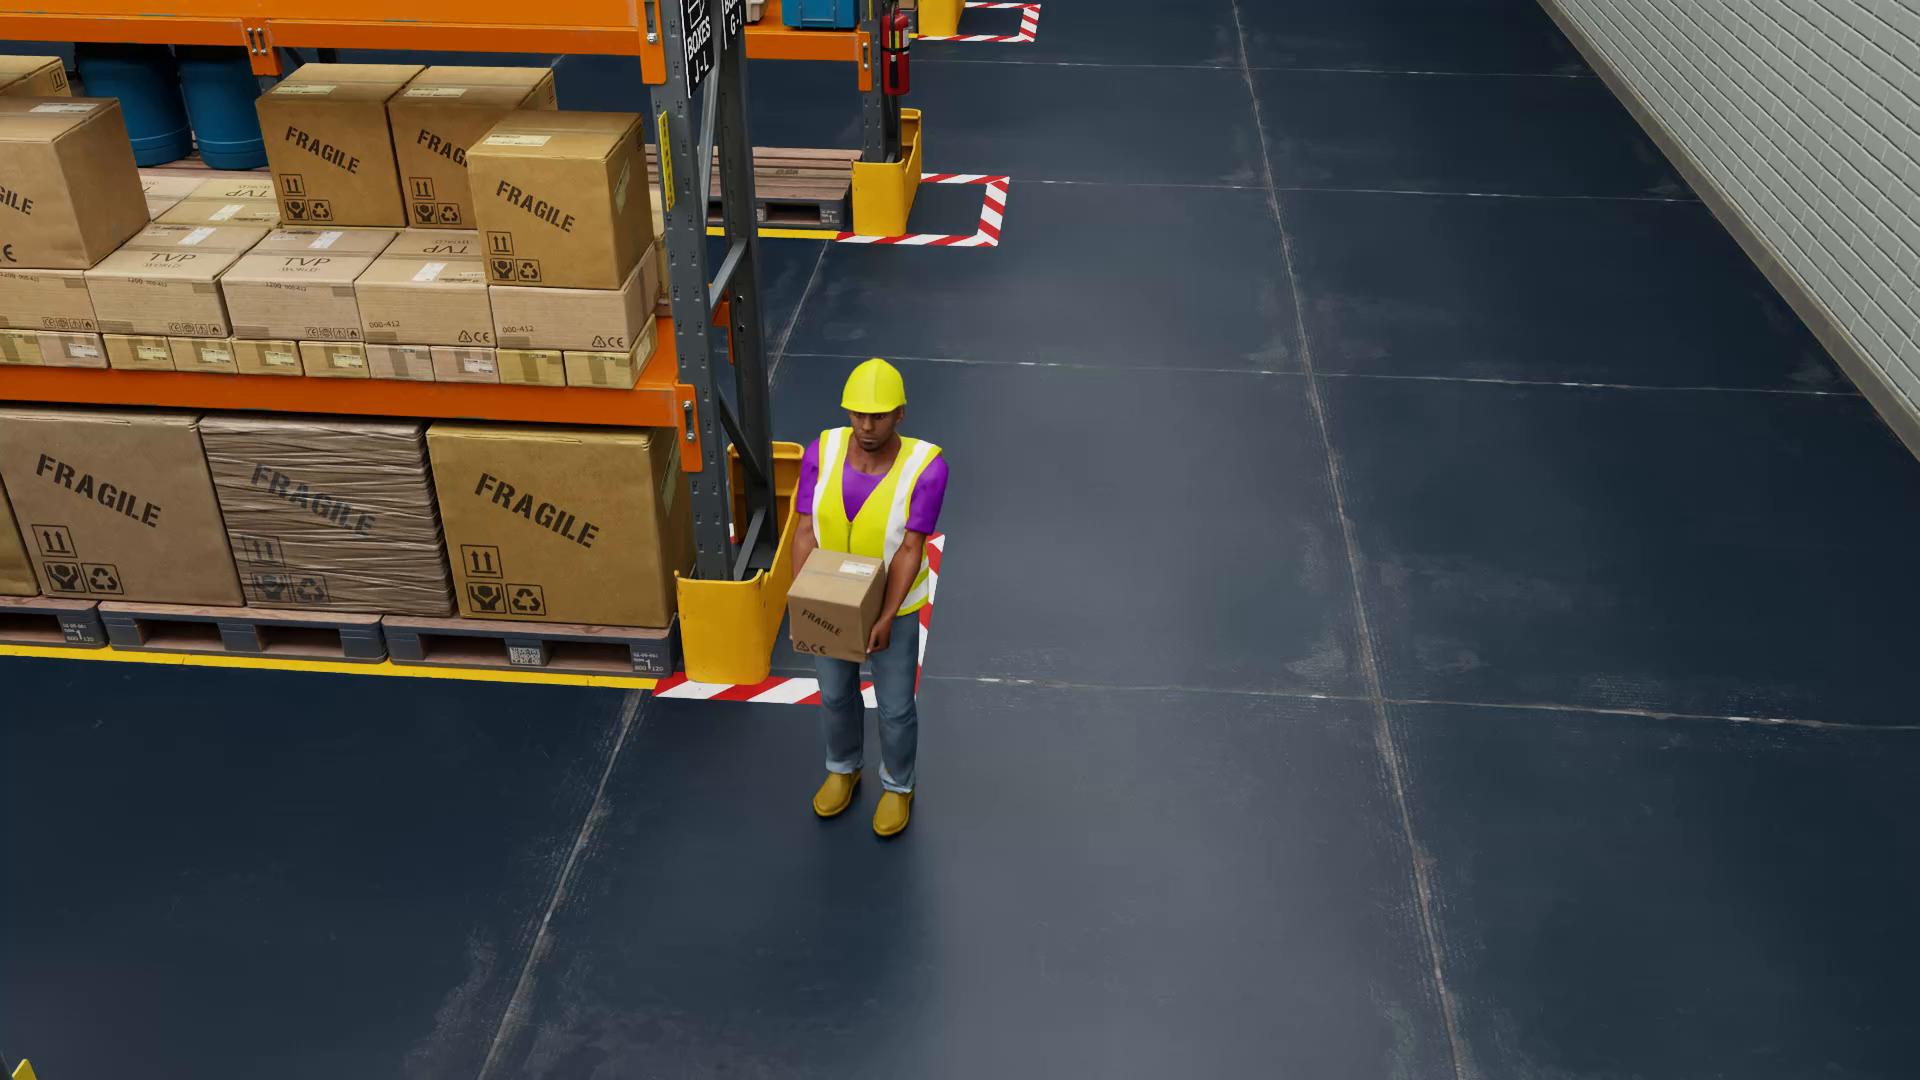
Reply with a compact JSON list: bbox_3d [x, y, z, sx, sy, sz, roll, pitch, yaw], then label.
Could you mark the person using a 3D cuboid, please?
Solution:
[{"bbox_3d":[-0.331,0.253,5.711,0.503,1.760,0.576,9,33,14],"label":"person"}]
